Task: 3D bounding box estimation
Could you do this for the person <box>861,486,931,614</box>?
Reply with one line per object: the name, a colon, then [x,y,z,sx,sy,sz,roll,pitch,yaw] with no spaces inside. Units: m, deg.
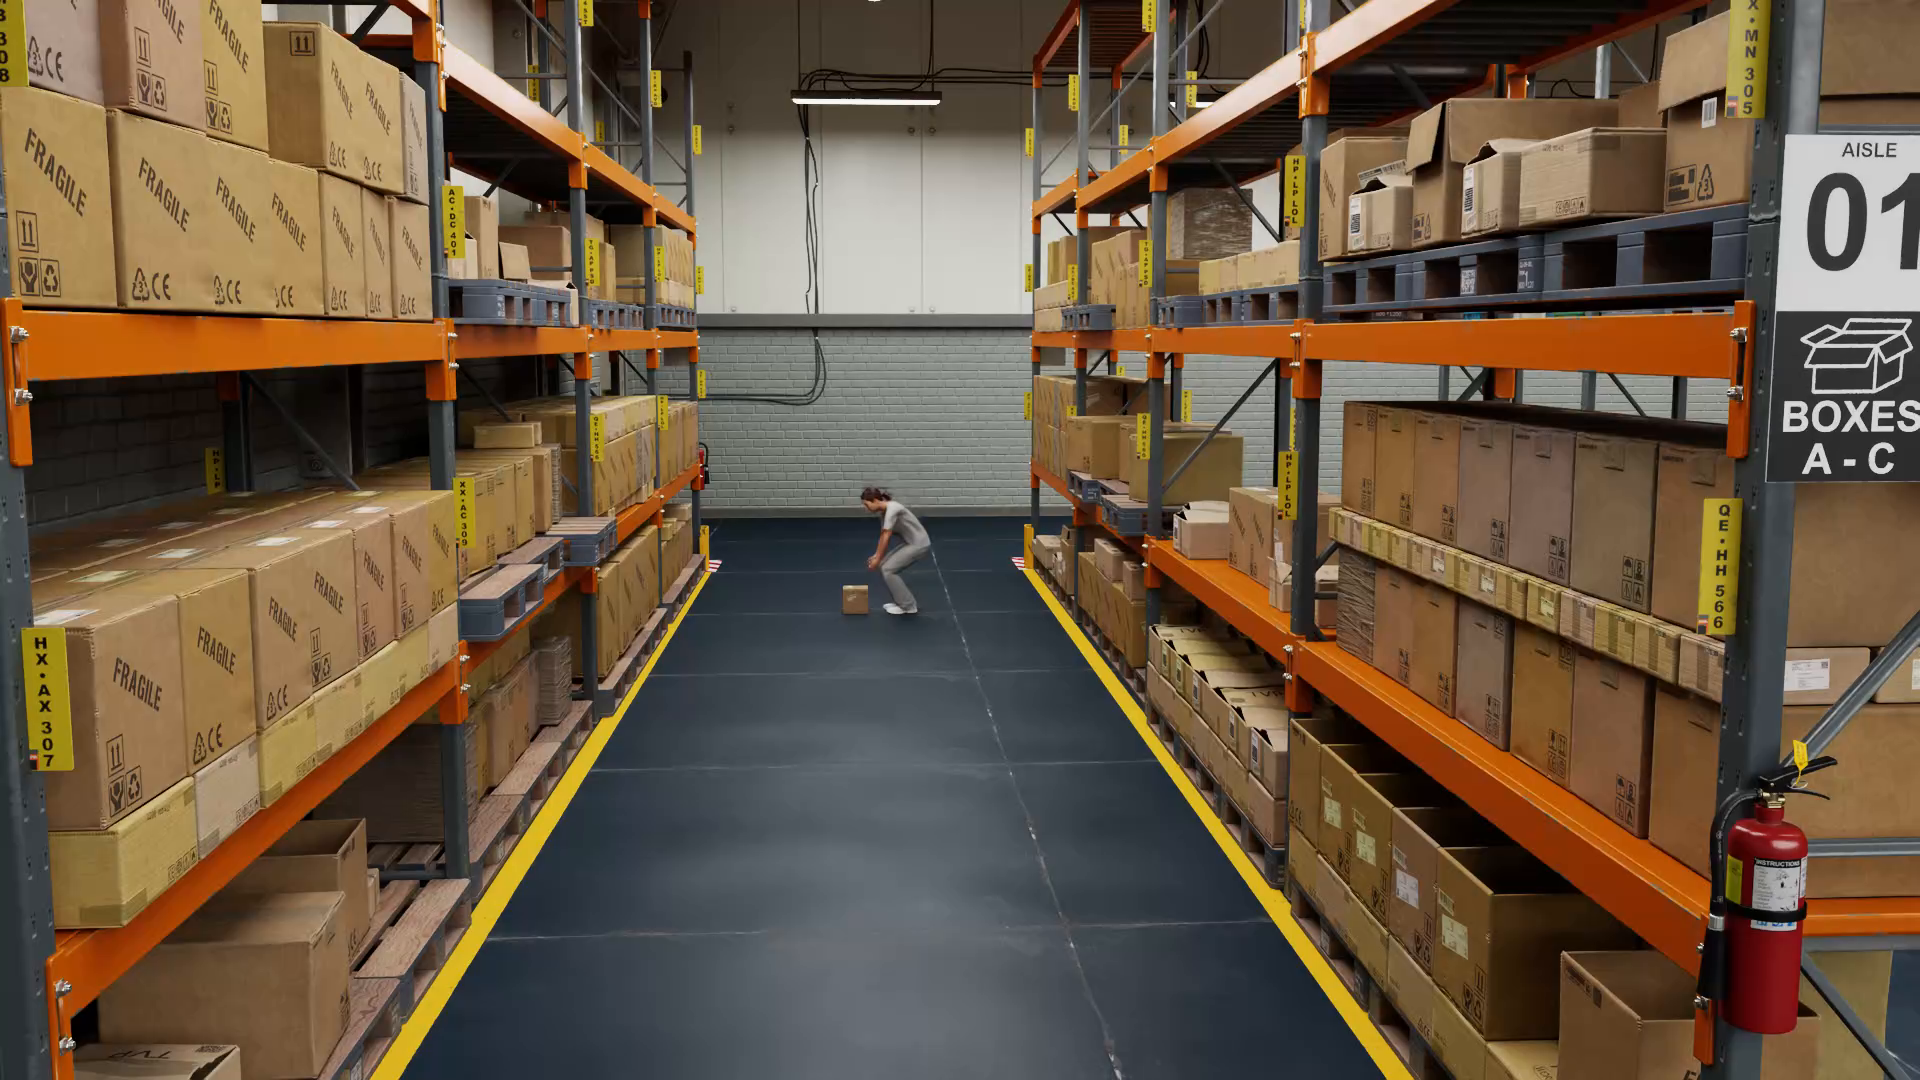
person: [-0.642,0.097,16.640,0.696,1.275,0.490,0,7,-4]
